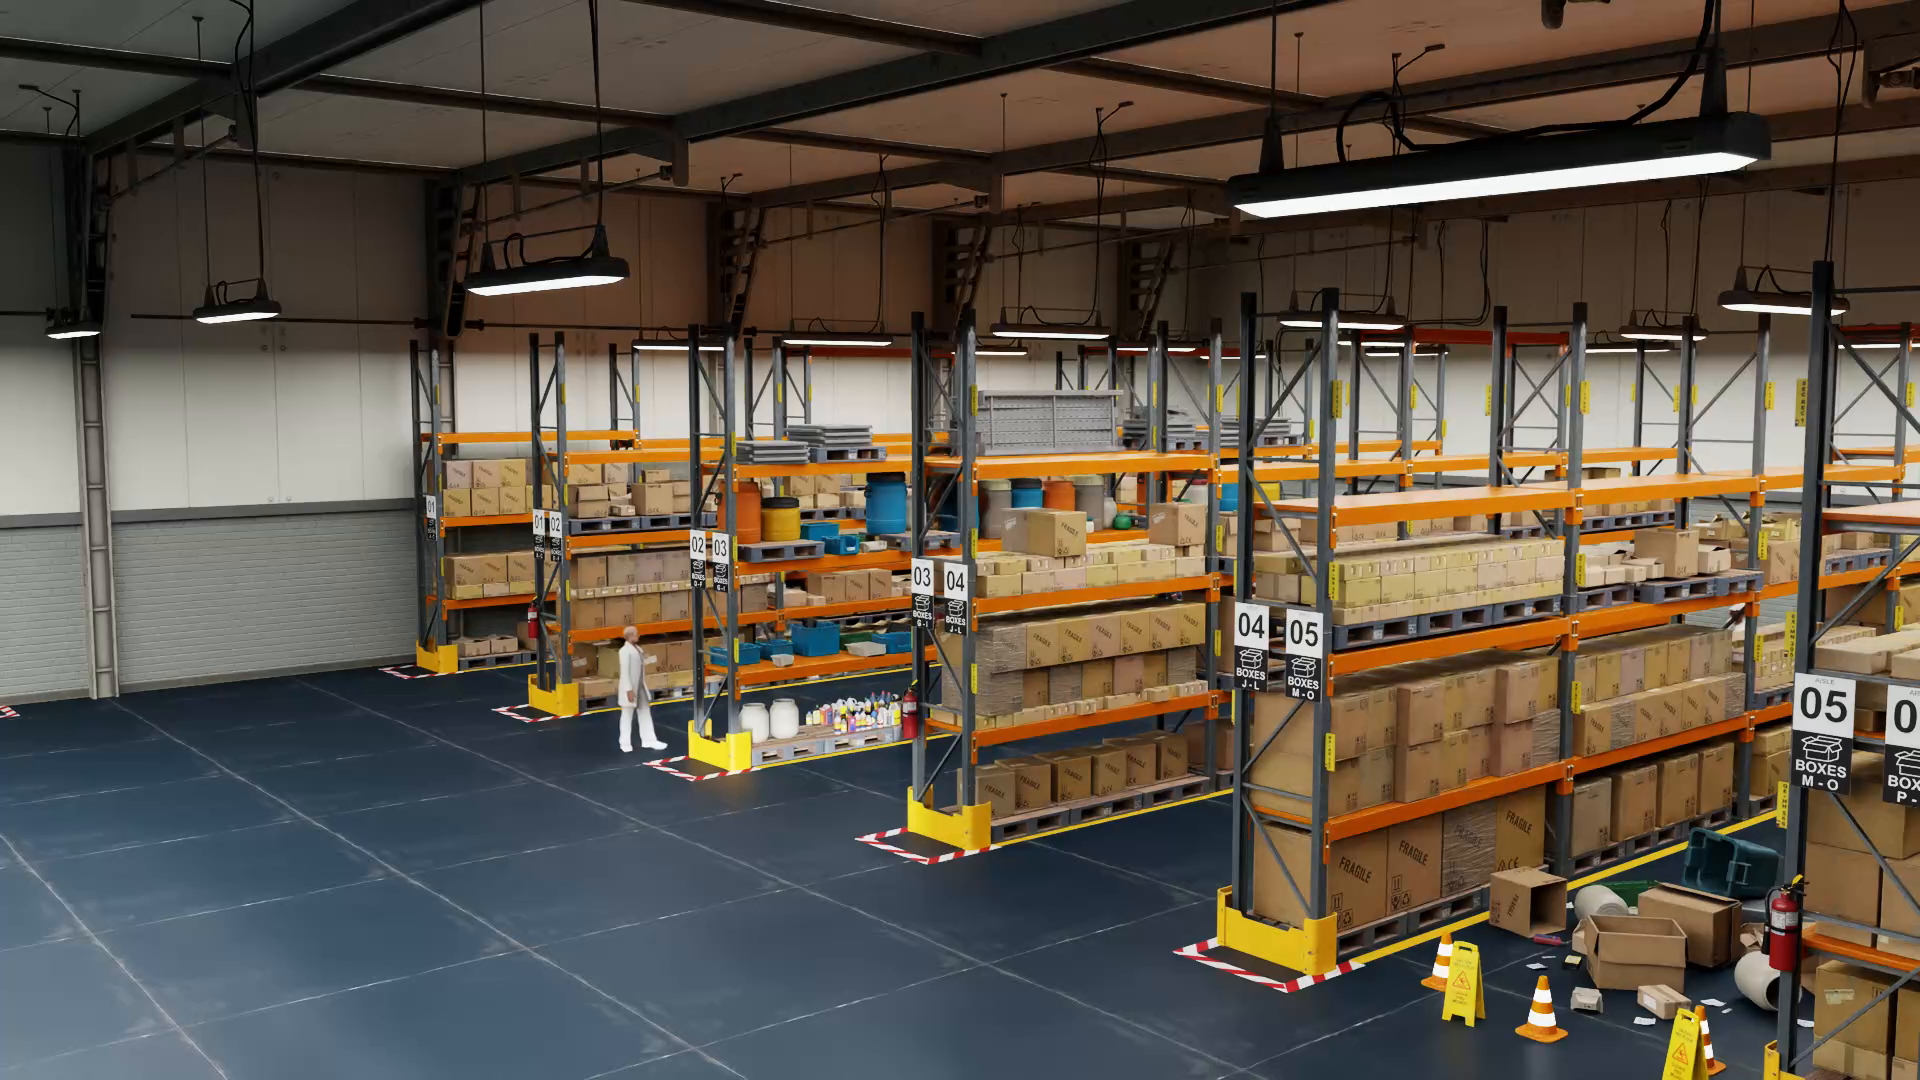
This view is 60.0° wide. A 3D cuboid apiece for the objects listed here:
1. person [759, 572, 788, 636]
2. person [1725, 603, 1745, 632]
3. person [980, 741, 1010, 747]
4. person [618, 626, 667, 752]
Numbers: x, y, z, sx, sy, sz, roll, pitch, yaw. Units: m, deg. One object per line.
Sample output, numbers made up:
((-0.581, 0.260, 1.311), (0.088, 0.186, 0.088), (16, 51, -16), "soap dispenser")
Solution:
((-3.581, 1.389, 32.019), (0.552, 1.629, 0.961), (4, 7, 40), "person")
((12.356, 1.887, 26.434), (0.878, 1.808, 0.587), (-4, 7, -39), "person")
((0.509, 2.059, 24.064), (0.504, 1.780, 0.596), (1, 5, 12), "person")
((-4.564, 2.106, 23.561), (0.618, 1.775, 0.641), (2, 6, 24), "person")
